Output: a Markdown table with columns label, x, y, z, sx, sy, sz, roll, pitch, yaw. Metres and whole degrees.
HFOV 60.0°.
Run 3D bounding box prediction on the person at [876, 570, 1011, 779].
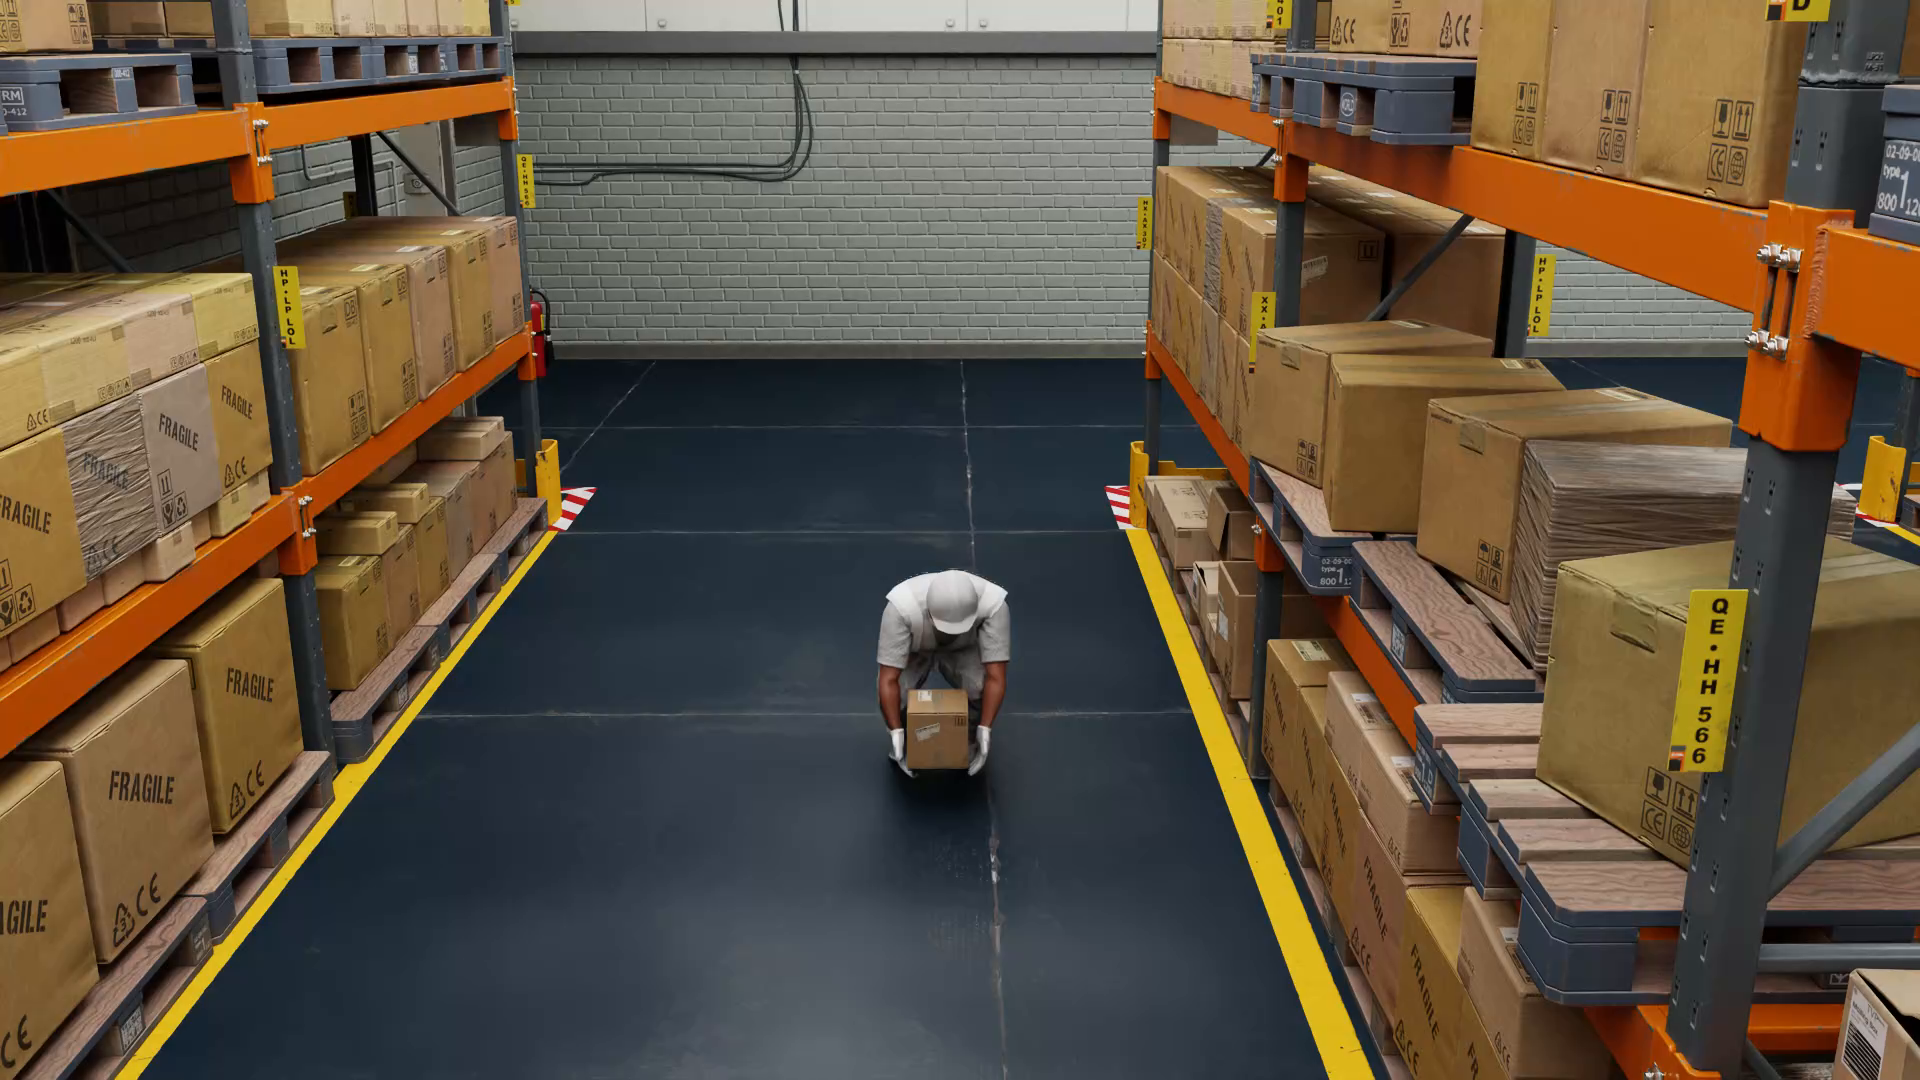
| label | x | y | z | sx | sy | sz | roll | pitch | yaw |
| --- | --- | --- | --- | --- | --- | --- | --- | --- | --- |
| person | -0.075 | 0.519 | 7.167 | 0.578 | 0.998 | 0.909 | 0 | 17 | -1 |
